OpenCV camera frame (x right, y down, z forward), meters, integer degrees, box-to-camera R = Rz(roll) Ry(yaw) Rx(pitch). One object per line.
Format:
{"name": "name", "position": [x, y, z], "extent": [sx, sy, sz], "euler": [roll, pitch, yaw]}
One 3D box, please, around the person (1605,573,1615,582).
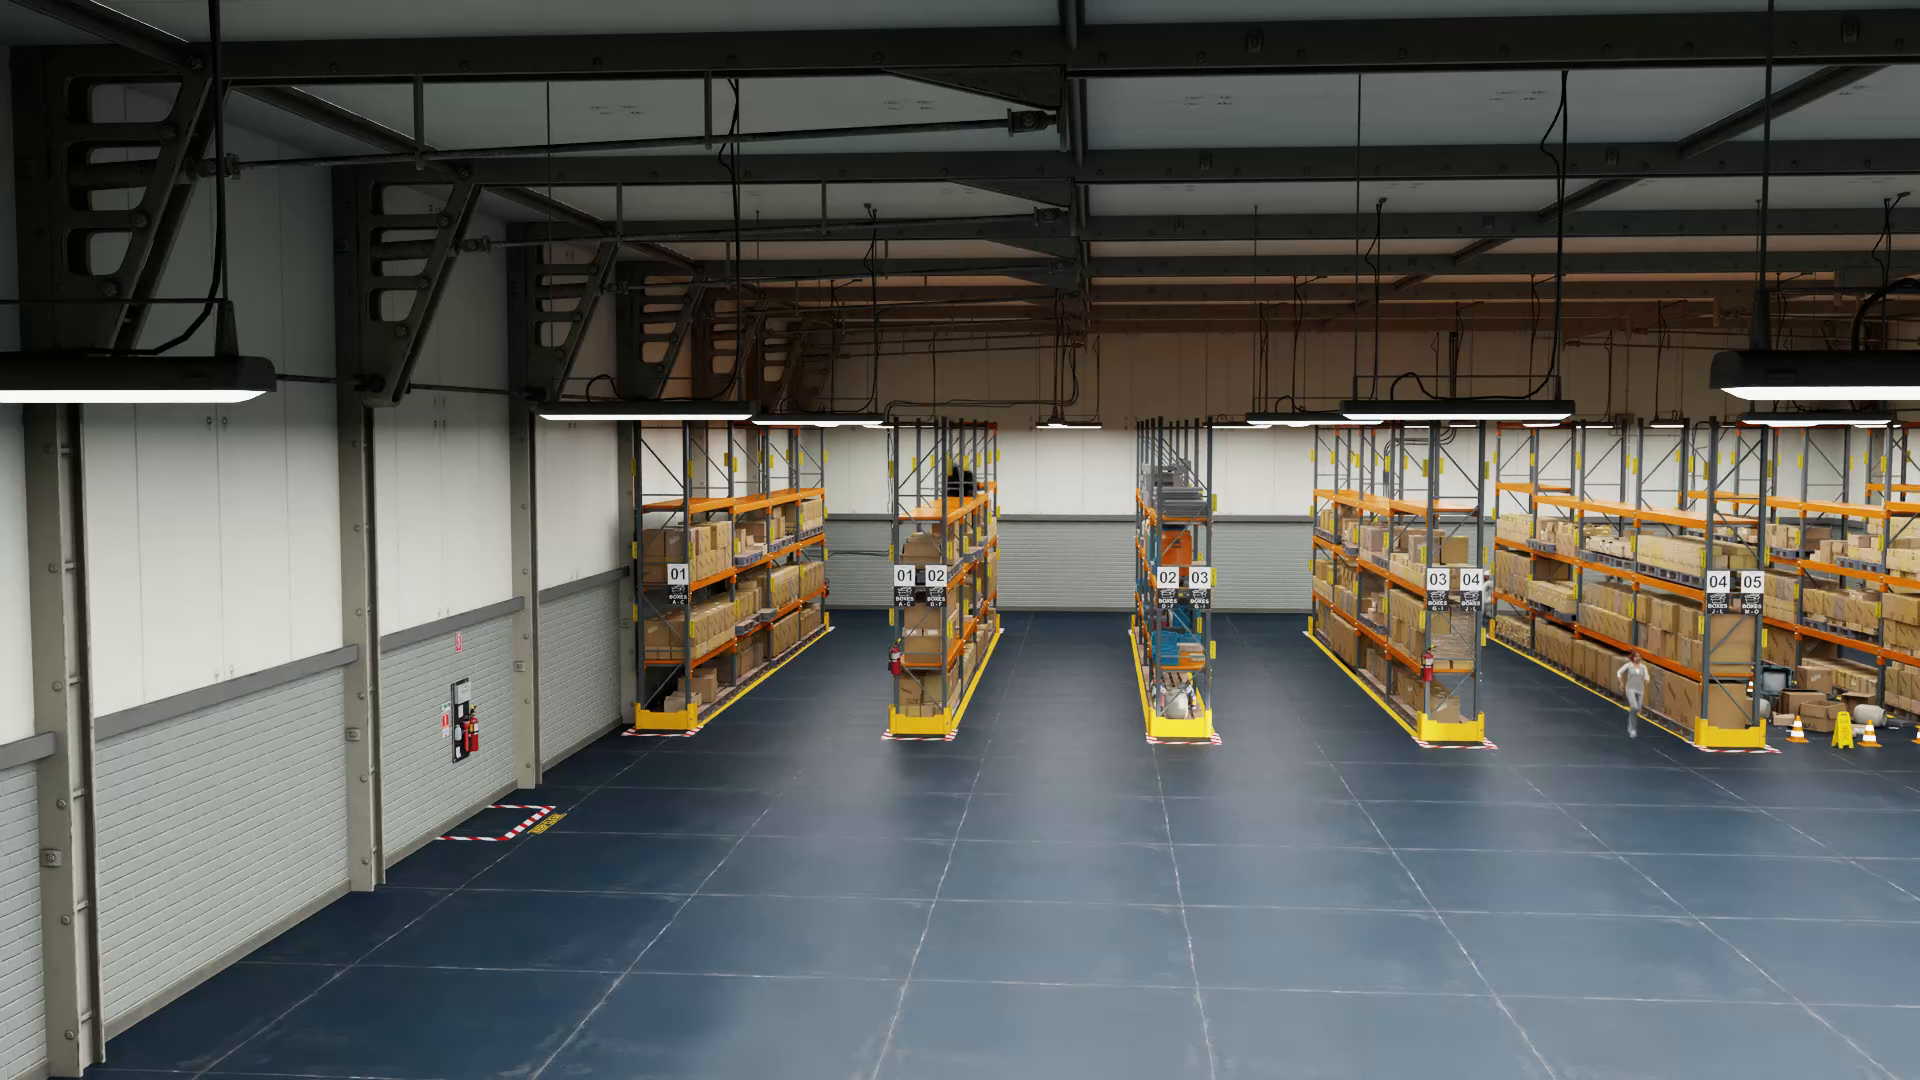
{"name": "person", "position": [18.499, 1.759, 47.386], "extent": [0.693, 1.779, 0.633], "euler": [1, 4, 12]}

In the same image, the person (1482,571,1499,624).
{"name": "person", "position": [15.025, 1.739, 47.444], "extent": [0.896, 1.757, 0.750], "euler": [0, 4, 1]}

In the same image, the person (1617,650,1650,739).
{"name": "person", "position": [12.639, 2.887, 31.164], "extent": [0.504, 1.644, 0.711], "euler": [0, 4, -2]}
